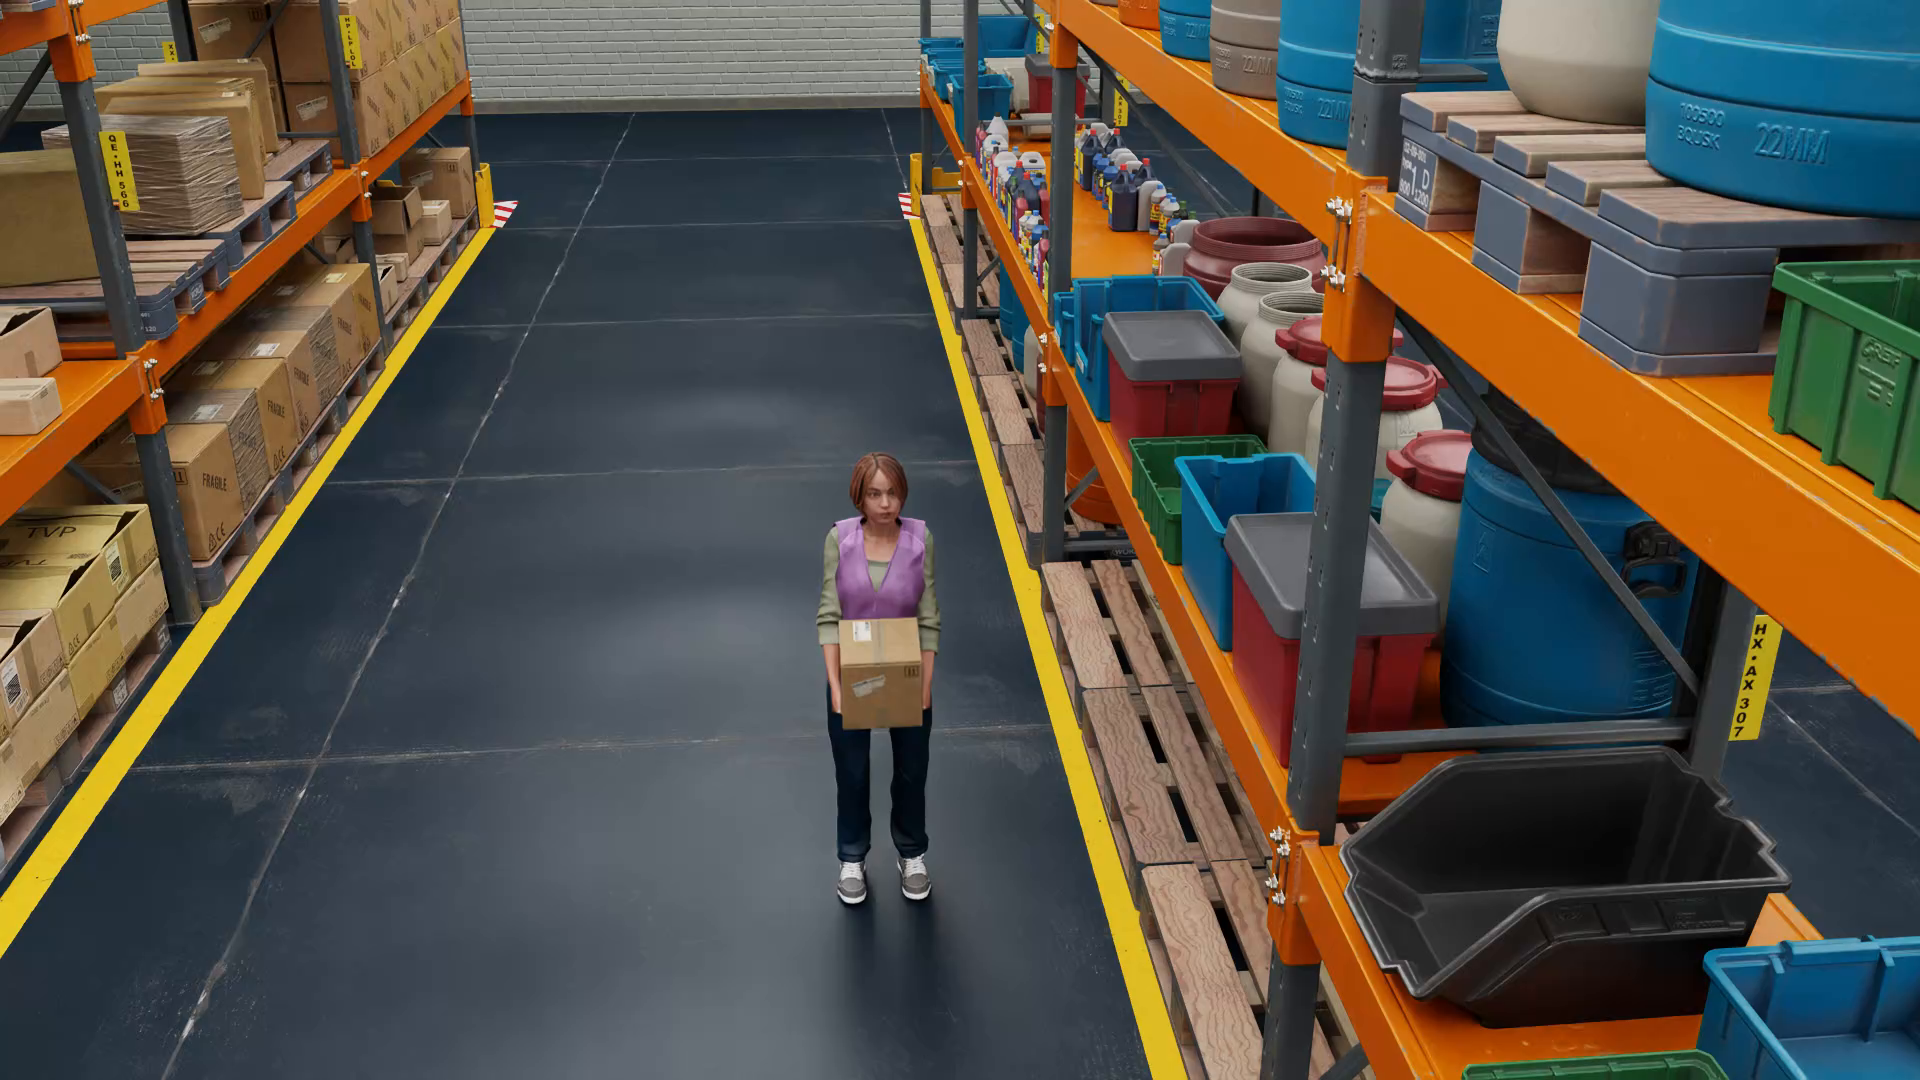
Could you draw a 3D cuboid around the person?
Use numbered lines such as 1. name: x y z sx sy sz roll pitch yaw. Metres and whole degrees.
1. person: -0.261 0.507 5.486 0.405 1.589 0.498 -2 24 -4
